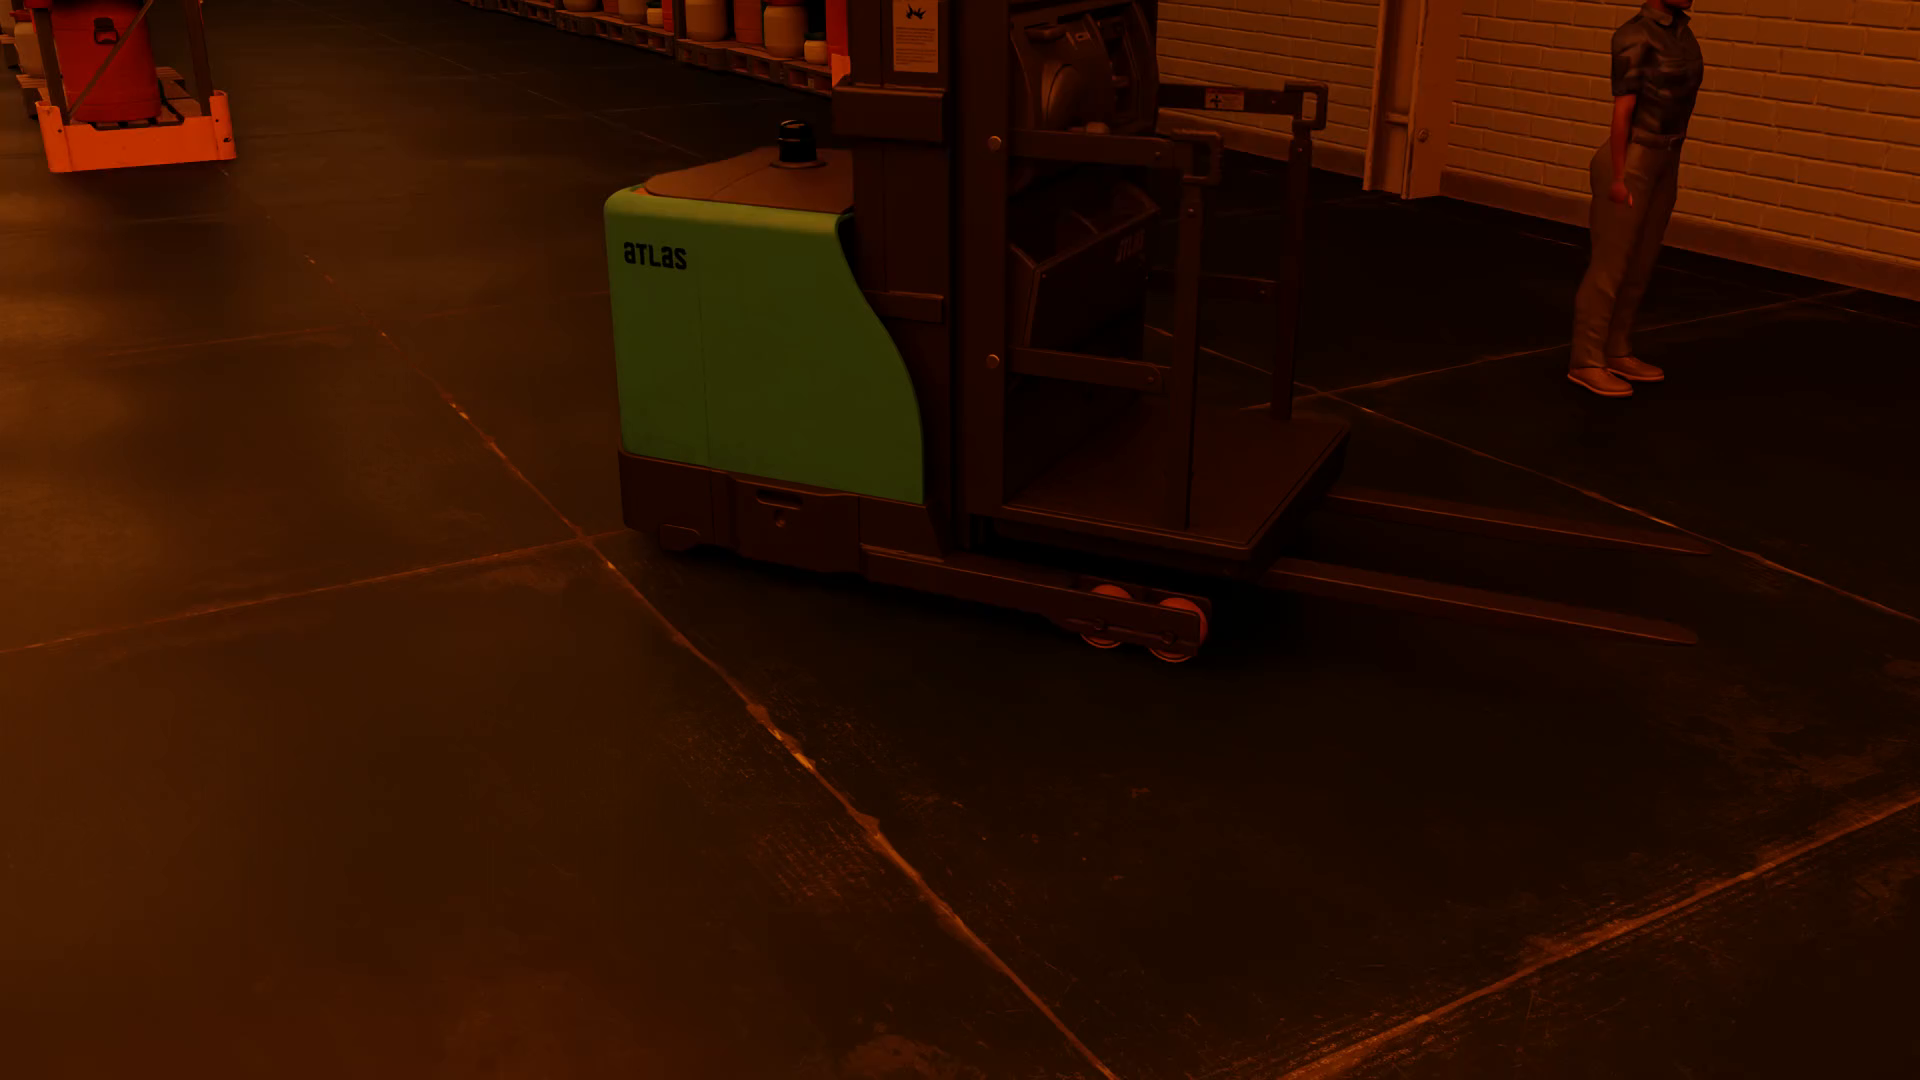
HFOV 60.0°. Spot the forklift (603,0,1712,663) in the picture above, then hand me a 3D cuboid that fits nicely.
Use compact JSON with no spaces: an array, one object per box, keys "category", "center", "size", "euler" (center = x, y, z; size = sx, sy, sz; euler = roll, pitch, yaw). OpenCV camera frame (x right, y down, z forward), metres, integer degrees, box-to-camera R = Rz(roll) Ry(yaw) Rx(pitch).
[{"category":"forklift","center":[0.527,-1.265,4.357],"size":[3.031,2.935,1.130],"euler":[10,24,23]}]

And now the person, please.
[{"category":"person","center":[2.624,-1.406,6.383],"size":[0.452,1.660,0.340],"euler":[-19,29,-39]}]
